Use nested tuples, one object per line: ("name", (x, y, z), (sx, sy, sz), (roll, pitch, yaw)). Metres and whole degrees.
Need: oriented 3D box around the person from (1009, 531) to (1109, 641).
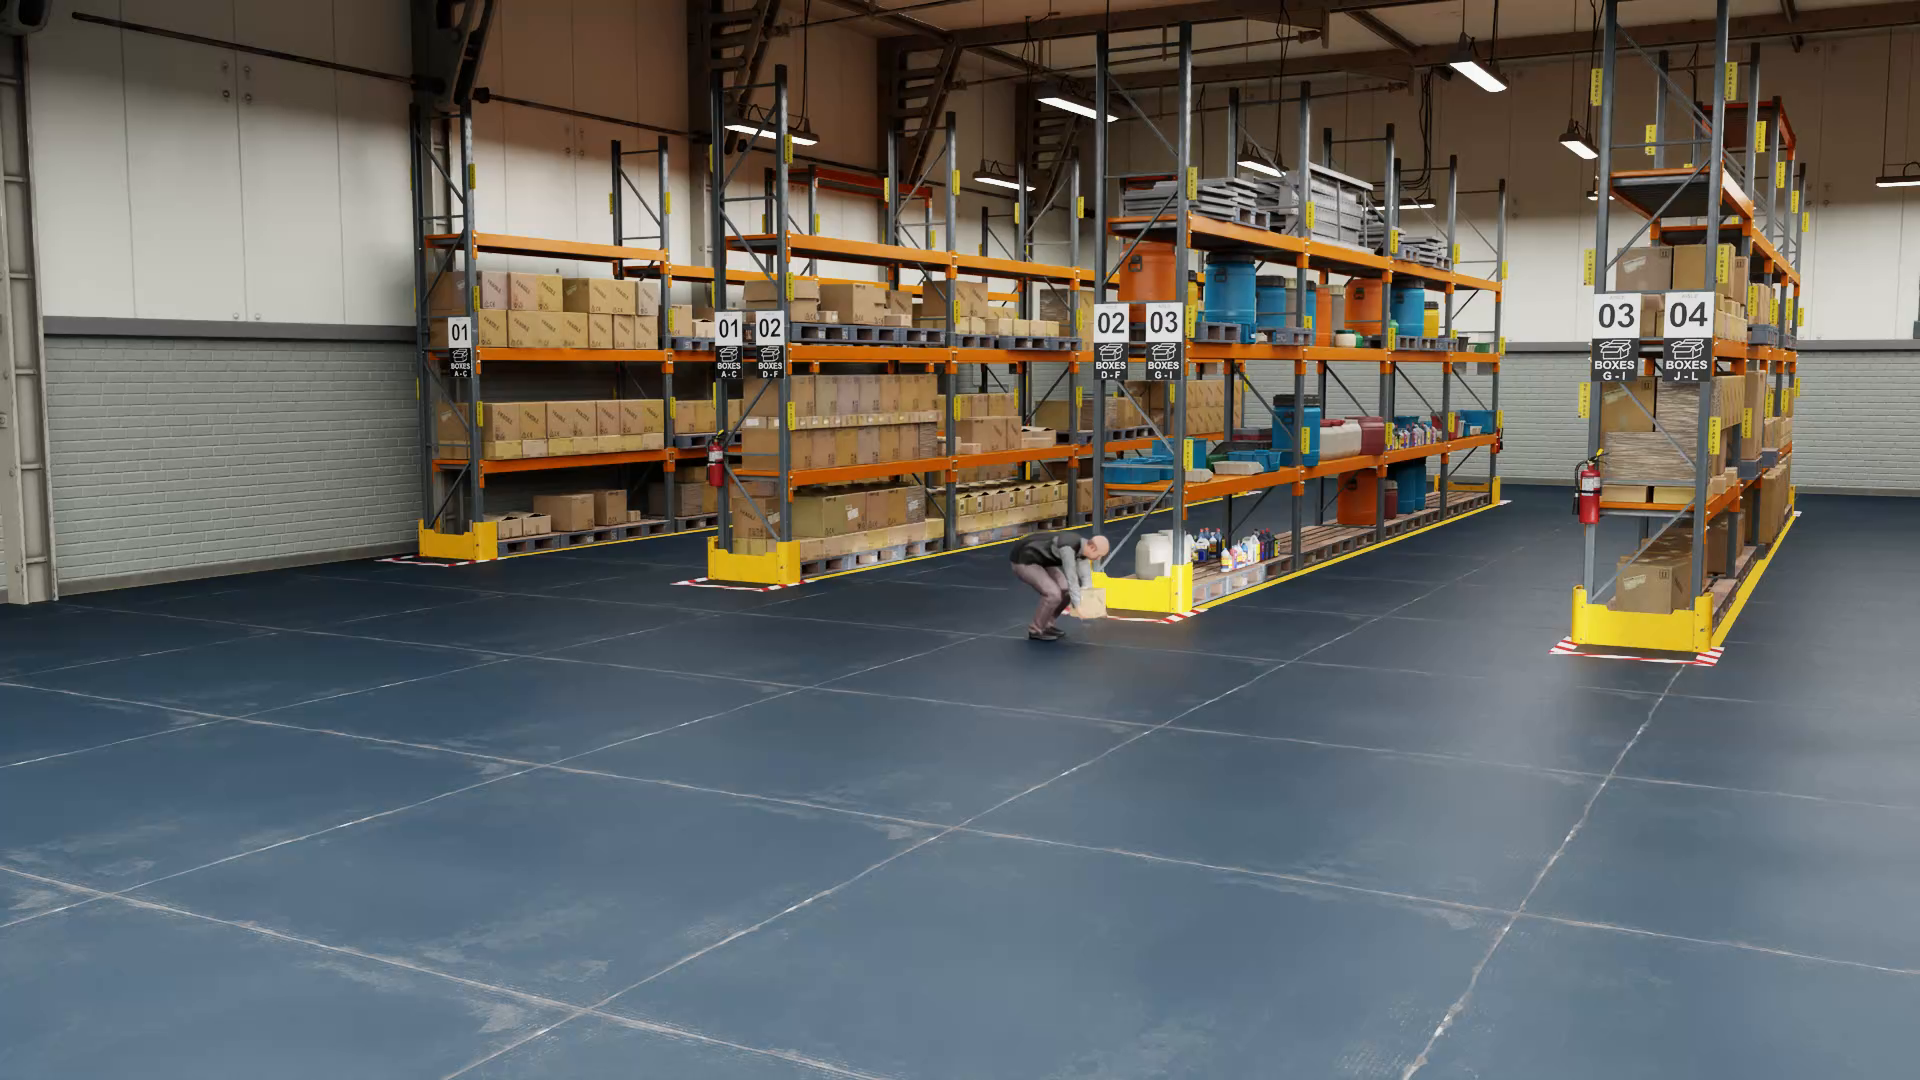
("person", (0.940, 0.421, 15.569), (0.949, 1.023, 0.504), (3, 7, 26))
